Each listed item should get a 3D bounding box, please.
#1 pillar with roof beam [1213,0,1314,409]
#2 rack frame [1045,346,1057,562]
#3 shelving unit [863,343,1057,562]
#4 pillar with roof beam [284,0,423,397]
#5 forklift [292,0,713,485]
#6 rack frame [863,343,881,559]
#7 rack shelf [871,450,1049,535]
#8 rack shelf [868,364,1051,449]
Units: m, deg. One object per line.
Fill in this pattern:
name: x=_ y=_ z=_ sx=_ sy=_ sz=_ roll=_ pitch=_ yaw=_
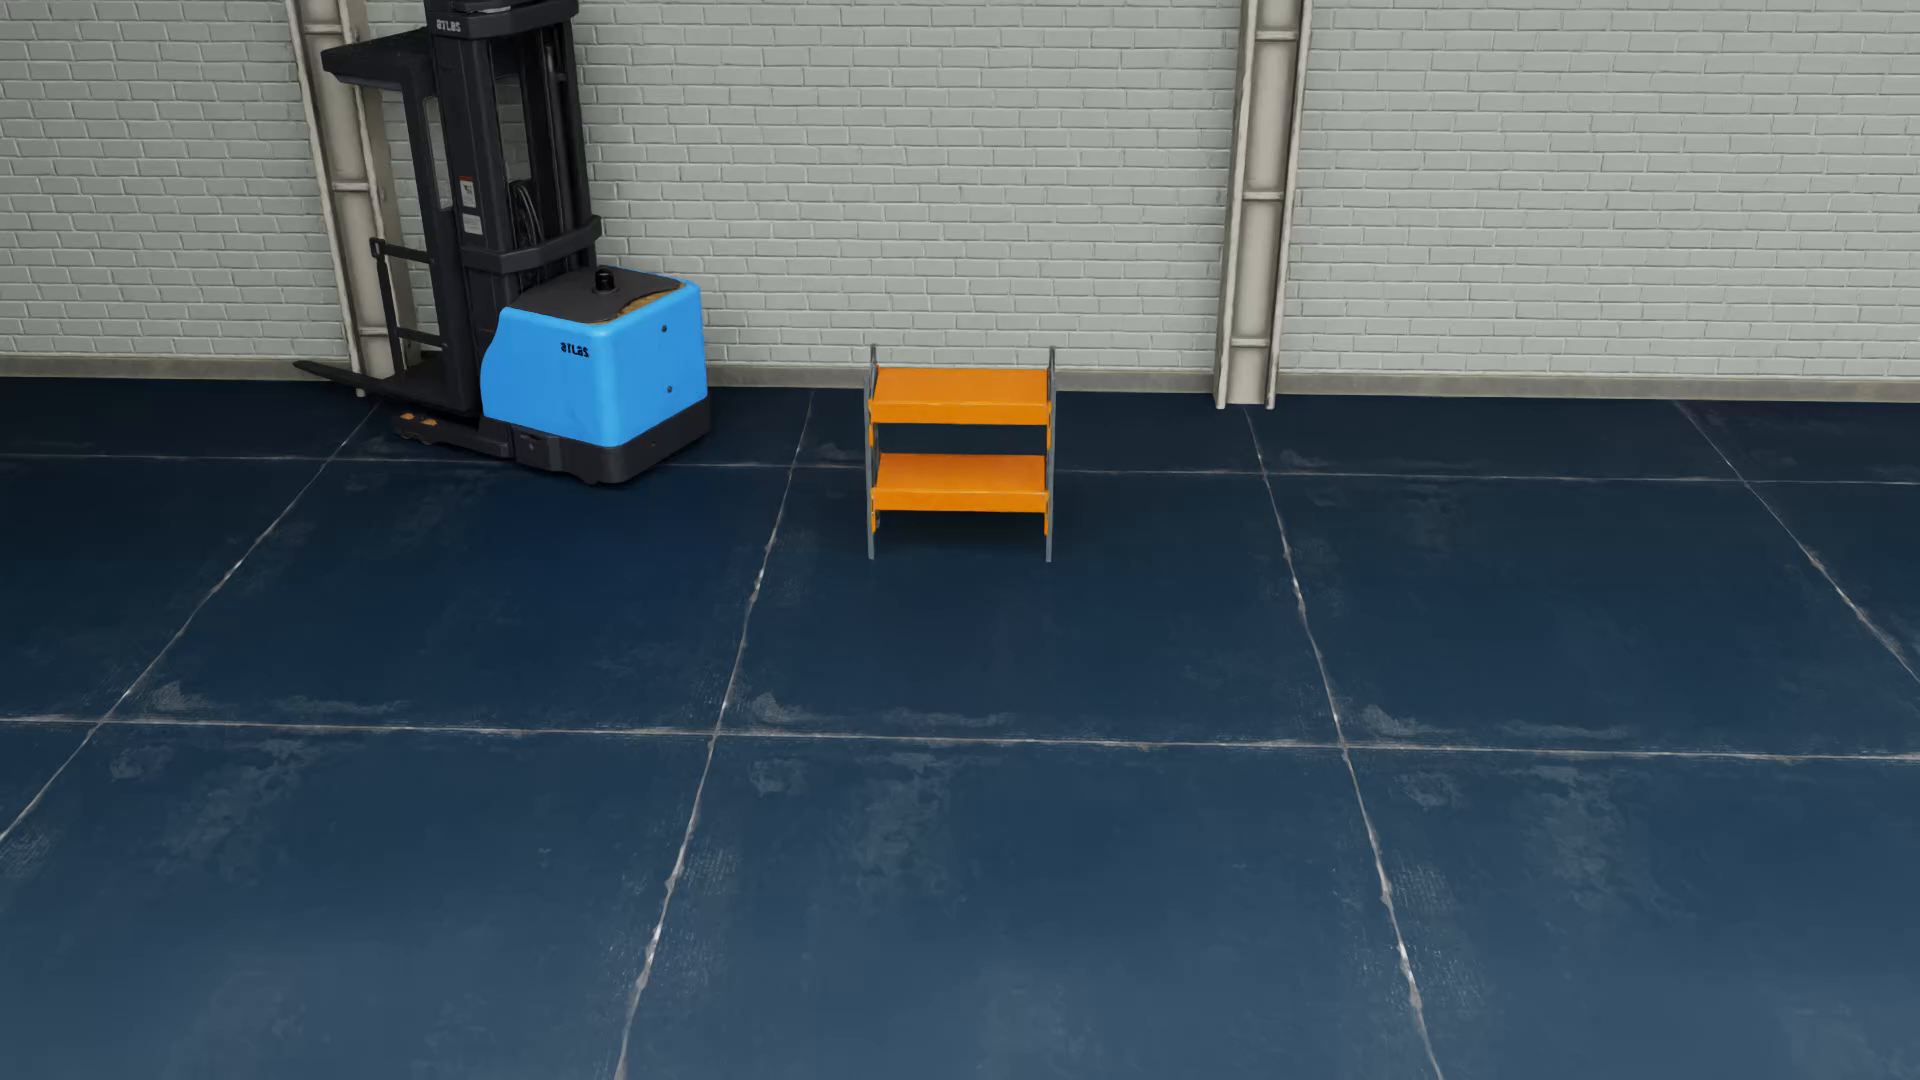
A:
pillar with roof beam: x=1.820 y=-2.937 z=5.682 sx=0.400 sy=9.000 sz=9.100 roll=1 pitch=28 yaw=2
rack frame: x=0.515 y=-0.488 z=9.470 sx=0.032 sy=1.125 sz=0.500 roll=1 pitch=28 yaw=2
shelving unit: x=0.007 y=-0.497 z=9.486 sx=1.048 sy=1.125 sz=0.538 roll=1 pitch=28 yaw=2
pillar with roof beam: x=-4.176 y=-3.036 z=5.869 sx=0.400 sy=9.000 sz=9.100 roll=1 pitch=28 yaw=2
forklift: x=-3.174 y=-2.121 z=10.621 sx=3.031 sy=2.935 sz=1.130 roll=15 pitch=31 yaw=25
rack frame: x=-0.501 y=-0.505 z=9.502 sx=0.032 sy=1.125 sz=0.500 roll=1 pitch=28 yaw=2
rack shelf: x=0.007 y=-0.281 z=9.601 sx=1.000 sy=0.278 sz=0.538 roll=1 pitch=28 yaw=2
rack shelf: x=0.007 y=-0.755 z=9.349 sx=1.000 sy=0.278 sz=0.538 roll=1 pitch=28 yaw=2
